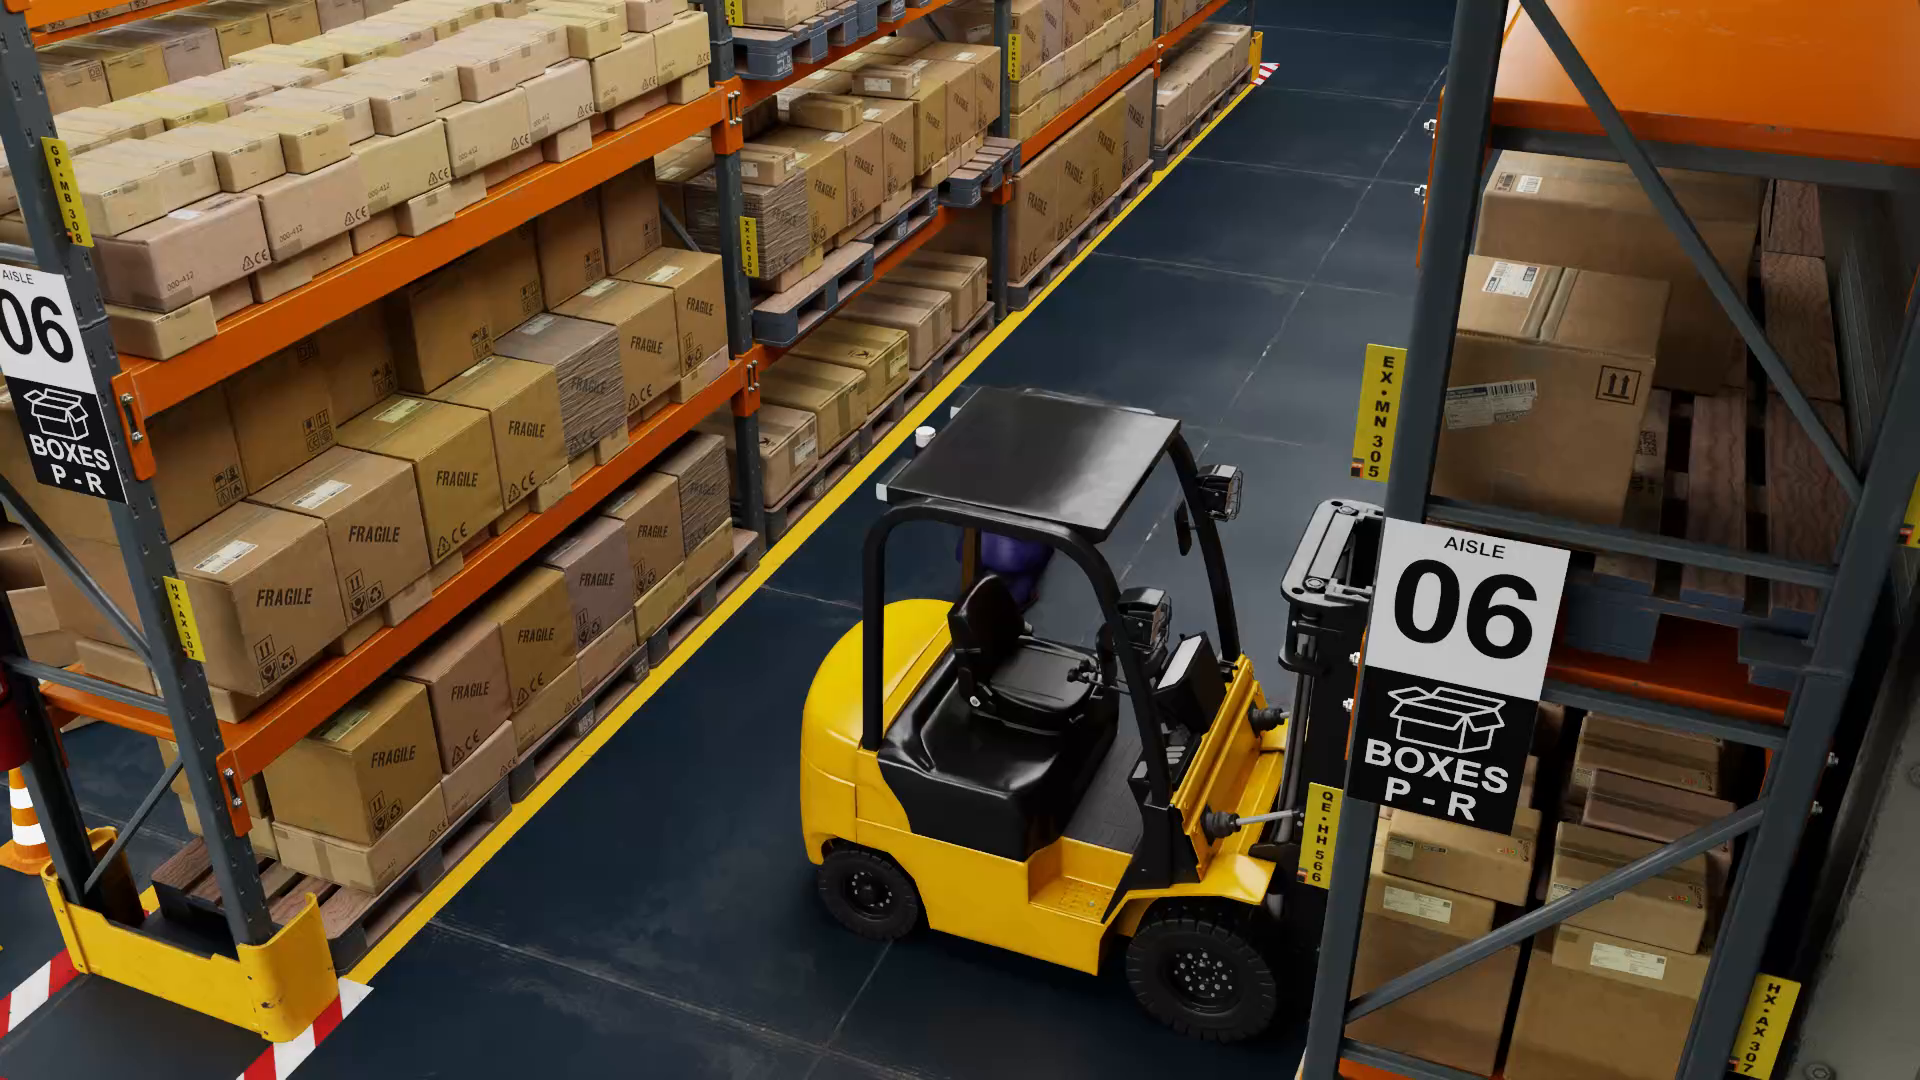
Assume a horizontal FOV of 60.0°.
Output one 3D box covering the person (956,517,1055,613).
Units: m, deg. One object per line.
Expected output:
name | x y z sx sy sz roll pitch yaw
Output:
person | 0.267 -0.080 9.388 0.527 0.822 0.821 12 32 19
